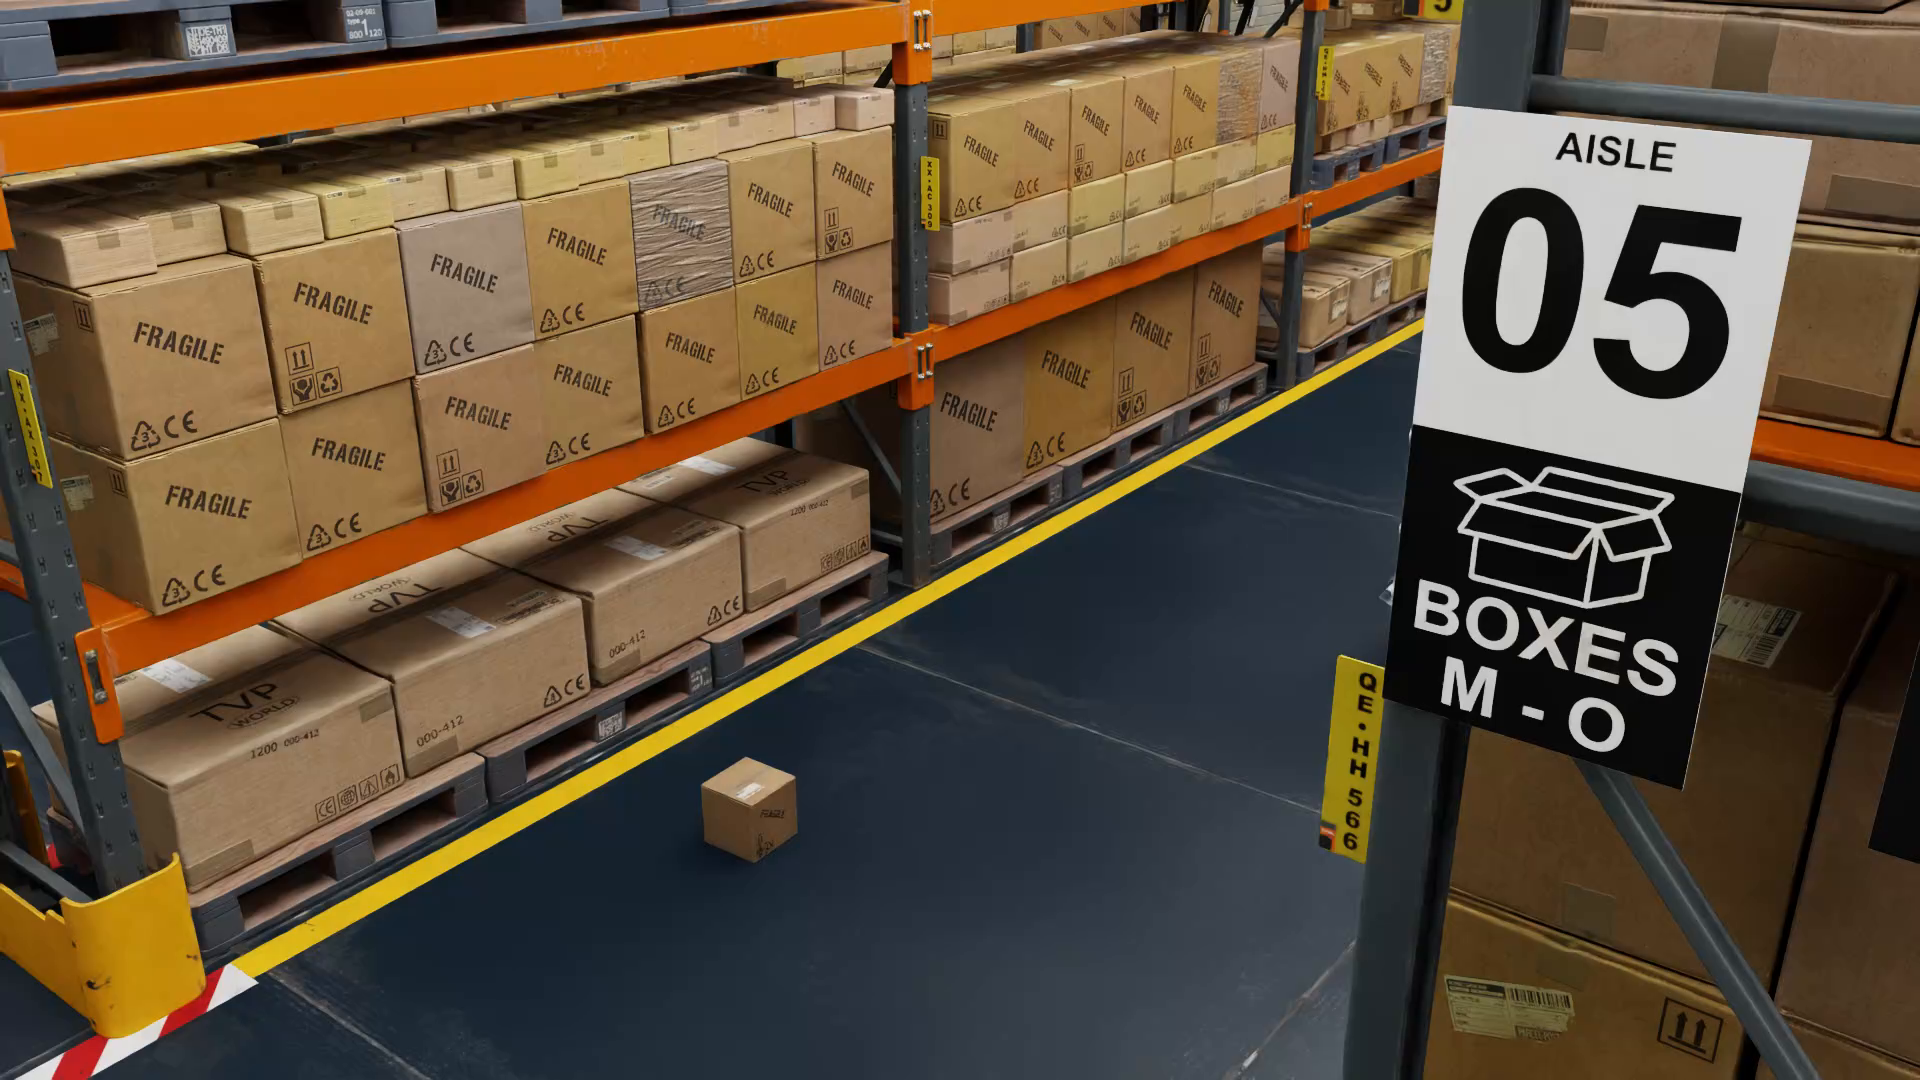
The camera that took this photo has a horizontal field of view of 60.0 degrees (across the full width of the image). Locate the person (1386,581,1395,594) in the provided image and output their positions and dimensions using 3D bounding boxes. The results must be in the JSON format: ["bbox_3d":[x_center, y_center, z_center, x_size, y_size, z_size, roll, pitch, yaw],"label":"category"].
[{"bbox_3d":[2.395,-0.458,7.675,1.017,1.739,0.580,-12,26,-26],"label":"person"}]
